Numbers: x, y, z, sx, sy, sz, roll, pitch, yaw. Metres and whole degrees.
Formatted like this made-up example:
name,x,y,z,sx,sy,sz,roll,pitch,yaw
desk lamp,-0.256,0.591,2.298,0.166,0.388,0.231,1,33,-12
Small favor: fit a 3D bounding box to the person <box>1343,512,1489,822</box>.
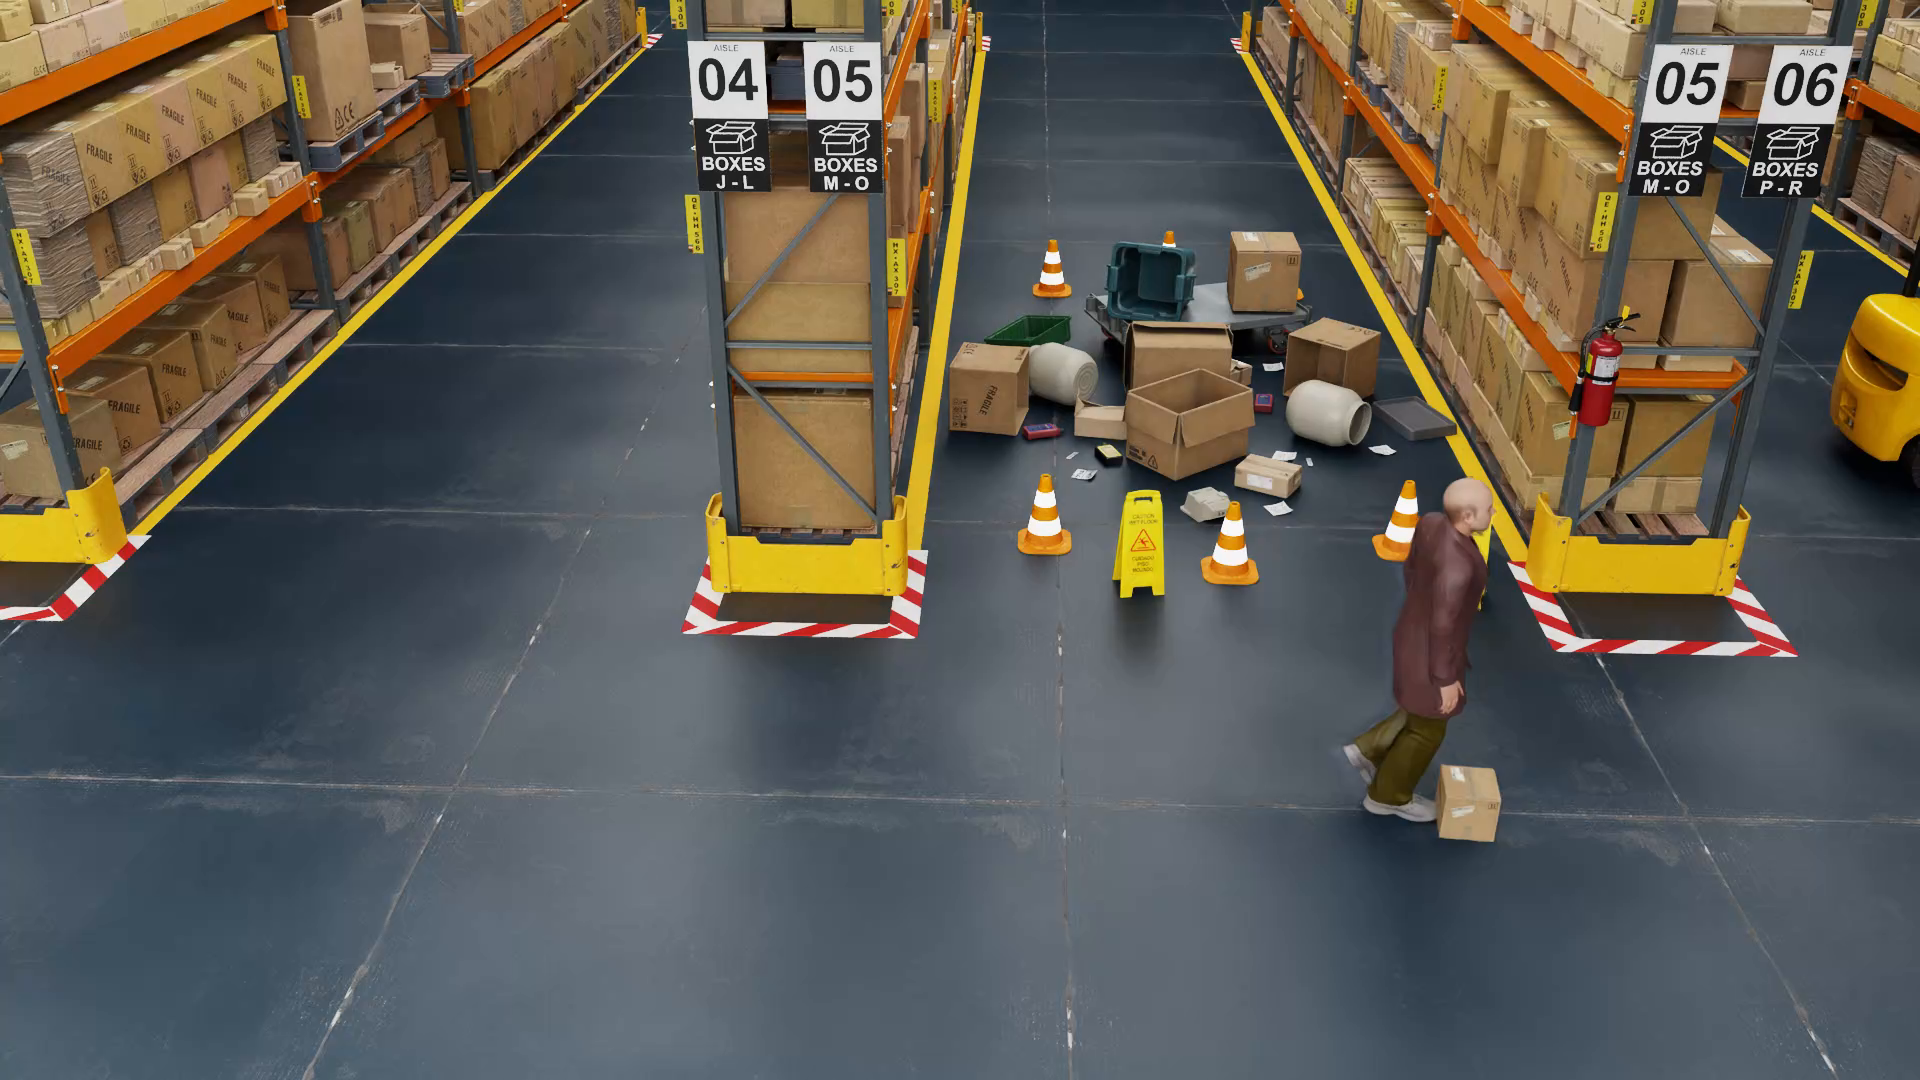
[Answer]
name,x,y,z,sx,sy,sz,roll,pitch,yaw
person,2.116,0.604,7.666,0.564,1.577,0.647,0,28,1
